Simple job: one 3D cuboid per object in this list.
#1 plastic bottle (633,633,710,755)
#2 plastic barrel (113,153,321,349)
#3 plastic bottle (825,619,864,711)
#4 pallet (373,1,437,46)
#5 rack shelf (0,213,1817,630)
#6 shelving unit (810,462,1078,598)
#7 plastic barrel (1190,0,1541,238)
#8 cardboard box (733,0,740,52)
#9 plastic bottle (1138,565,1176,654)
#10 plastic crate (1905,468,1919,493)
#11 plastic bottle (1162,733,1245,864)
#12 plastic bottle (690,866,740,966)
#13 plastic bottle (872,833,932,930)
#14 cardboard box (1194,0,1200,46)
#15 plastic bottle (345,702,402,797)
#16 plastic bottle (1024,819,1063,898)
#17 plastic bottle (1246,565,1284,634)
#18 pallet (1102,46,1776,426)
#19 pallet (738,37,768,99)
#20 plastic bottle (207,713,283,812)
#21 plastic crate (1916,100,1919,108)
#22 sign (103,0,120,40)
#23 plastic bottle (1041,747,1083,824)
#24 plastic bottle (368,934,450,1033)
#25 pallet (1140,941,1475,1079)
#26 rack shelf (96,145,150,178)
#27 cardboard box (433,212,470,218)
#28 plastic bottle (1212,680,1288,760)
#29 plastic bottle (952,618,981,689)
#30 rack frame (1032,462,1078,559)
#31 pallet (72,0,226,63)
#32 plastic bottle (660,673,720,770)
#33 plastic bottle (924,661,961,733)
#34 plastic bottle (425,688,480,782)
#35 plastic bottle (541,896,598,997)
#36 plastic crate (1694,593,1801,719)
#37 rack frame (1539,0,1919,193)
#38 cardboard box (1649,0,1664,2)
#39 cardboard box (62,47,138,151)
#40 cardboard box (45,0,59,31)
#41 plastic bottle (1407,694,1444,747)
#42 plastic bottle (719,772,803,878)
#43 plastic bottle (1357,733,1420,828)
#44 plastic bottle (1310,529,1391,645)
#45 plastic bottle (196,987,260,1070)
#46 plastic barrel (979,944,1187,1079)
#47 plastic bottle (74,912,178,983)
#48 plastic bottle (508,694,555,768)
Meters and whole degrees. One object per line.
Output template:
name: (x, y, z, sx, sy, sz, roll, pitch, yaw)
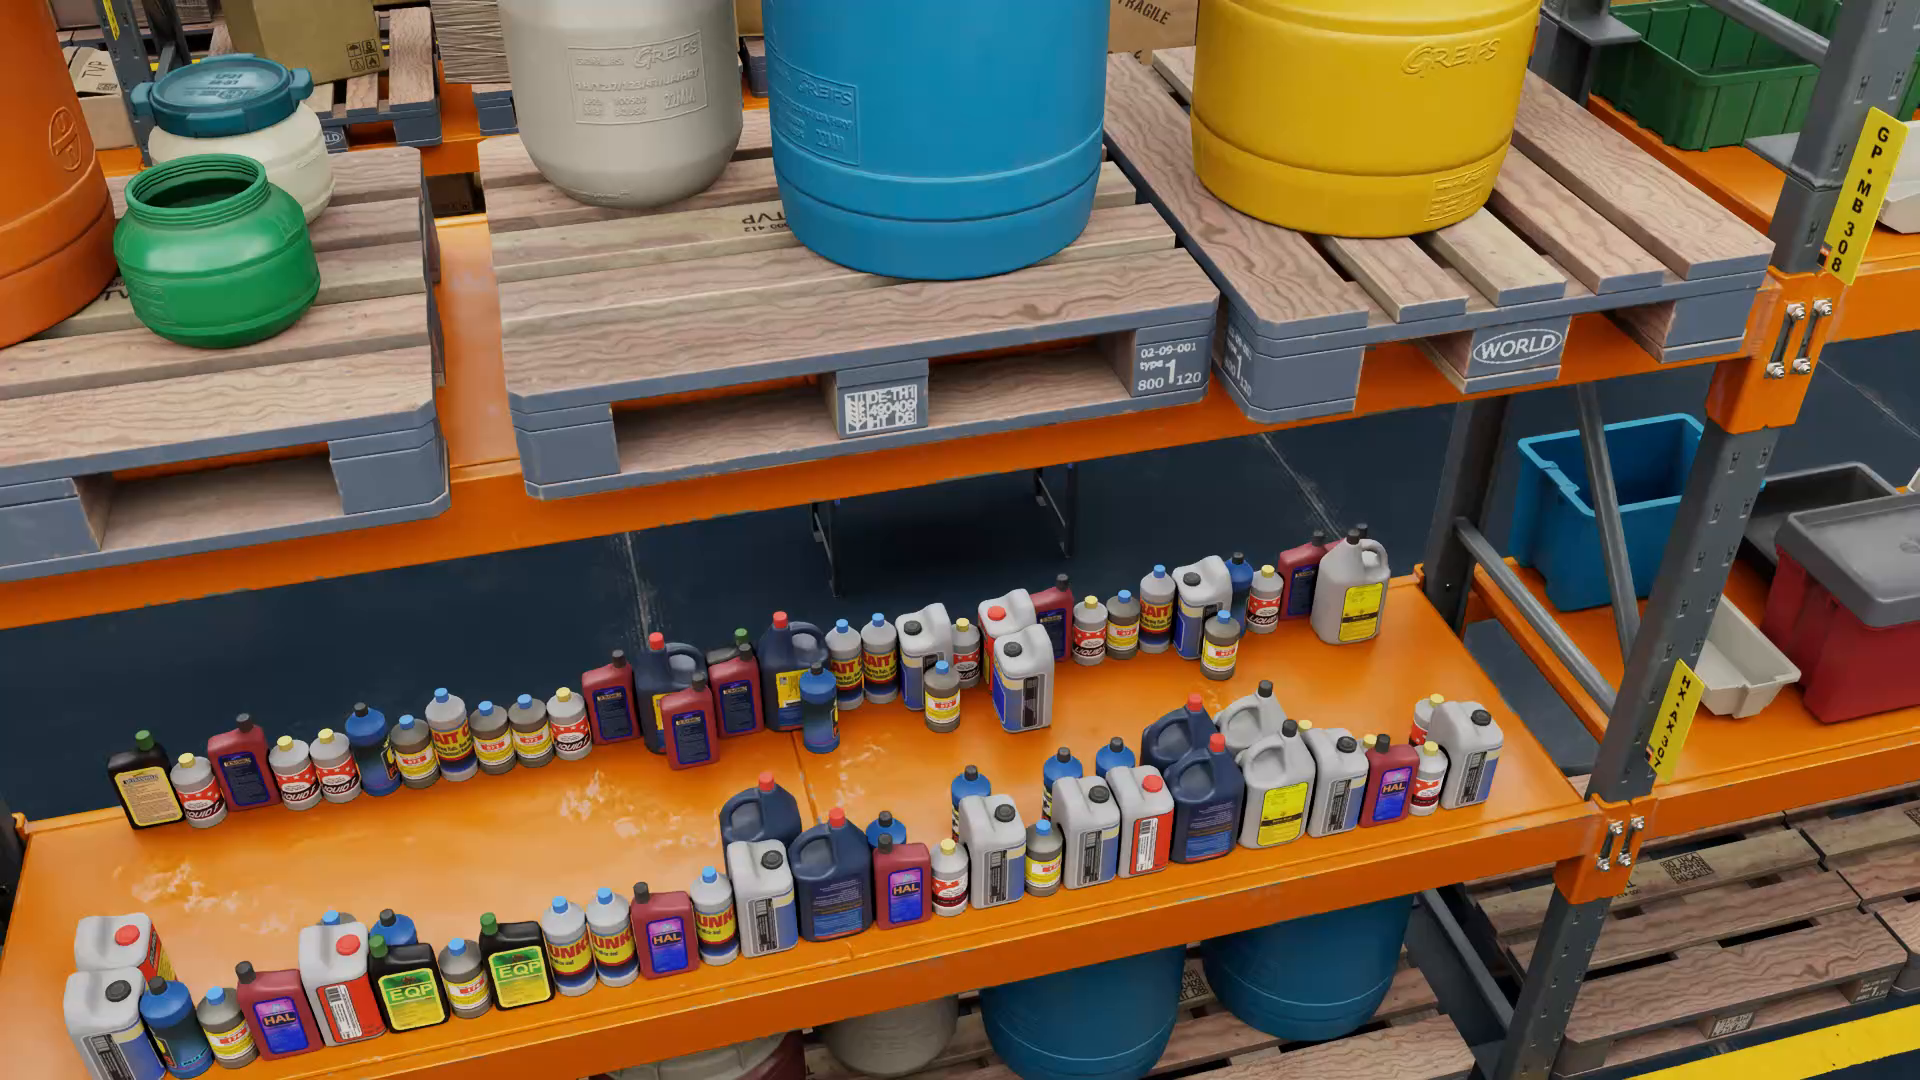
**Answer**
plastic bottle: (-0.748, 0.381, 4.324, 0.185, 0.351, 0.144, -9, 38, -12)
plastic barrel: (-1.212, -0.472, 2.711, 0.294, 0.245, 0.294, 0, 37, 0)
plastic bottle: (-0.311, 0.326, 4.461, 0.097, 0.271, 0.097, 0, 37, 0)
pallet: (-4.097, -3.927, 12.209, 1.213, 0.211, 1.003, -9, 38, -12)
rack shelf: (-0.364, -0.365, 3.381, 4.000, 0.370, 1.077, -9, 38, -12)
shelving unit: (-0.082, -0.582, 6.777, 1.048, 1.500, 0.538, -9, 38, -12)
plastic barrel: (0.738, -0.945, 3.048, 0.600, 0.588, 0.600, 0, 37, 0)
cardboard box: (-1.411, -2.572, 7.716, 0.500, 0.500, 0.700, -19, 41, -23)
plastic bottle: (0.548, 0.185, 4.645, 0.097, 0.271, 0.097, 0, 37, 0)
plastic crate: (3.169, -0.147, 5.141, 0.466, 0.136, 0.293, -9, 38, -12)
plastic bottle: (0.586, 0.610, 4.024, 0.185, 0.351, 0.144, -9, 38, -12)
plastic bottle: (-0.559, 0.845, 3.783, 0.097, 0.271, 0.097, 0, 37, 0)
plastic bottle: (-0.134, 0.782, 3.855, 0.133, 0.283, 0.061, -9, 38, -12)
cardboard box: (1.335, -2.726, 8.262, 0.500, 0.500, 0.500, -9, 38, -11)
plastic bottle: (-1.489, 0.519, 4.208, 0.097, 0.271, 0.097, 0, 37, 0)
plastic bottle: (0.196, 0.748, 3.966, 0.097, 0.201, 0.097, 0, 37, 0)
plastic bottle: (0.866, 0.161, 4.734, 0.097, 0.201, 0.097, 0, 37, 0)
pallet: (0.835, -0.711, 3.397, 1.003, 0.211, 1.213, -9, 38, -12)
pallet: (-0.521, -2.543, 8.264, 1.213, 0.211, 1.003, -9, 38, -12)
plastic bottle: (-1.793, 0.553, 4.154, 0.133, 0.283, 0.061, -9, 38, -12)
plastic crate: (2.362, -1.232, 4.061, 0.300, 0.233, 0.416, -9, 38, -12)
sign: (-3.435, -2.183, 6.682, 0.005, 0.325, 0.100, -9, 38, -12)
plastic bottle: (0.250, 0.616, 4.082, 0.097, 0.271, 0.097, 0, 37, 0)
plastic bottle: (-1.205, 0.957, 3.626, 0.133, 0.283, 0.061, -9, 38, -12)
pallet: (0.811, 1.429, 5.208, 1.213, 0.211, 1.003, -9, 38, -12)
rack shelf: (-5.514, -1.446, 7.263, 4.000, 0.370, 1.077, -9, 38, -12)
cardboard box: (-2.741, -1.516, 8.458, 0.500, 0.500, 0.500, -8, 38, -10)
plastic bottle: (0.727, 0.497, 4.173, 0.185, 0.351, 0.144, -9, 38, -12)
plastic bottle: (0.007, 0.302, 4.550, 0.097, 0.201, 0.097, 0, 37, 0)
rack frame: (0.408, -0.663, 6.882, 0.032, 1.500, 0.500, -9, 38, -12)
pallet: (-5.633, -3.723, 11.943, 1.213, 0.211, 1.003, -9, 38, -12)
plastic bottle: (-0.696, 0.464, 4.271, 0.133, 0.283, 0.061, -9, 38, -12)
plastic bottle: (-0.047, 0.406, 4.413, 0.097, 0.201, 0.097, 0, 37, 0)
plastic bottle: (-1.301, 0.489, 4.248, 0.097, 0.271, 0.097, 0, 37, 0)
plastic bottle: (-0.876, 0.897, 3.715, 0.097, 0.271, 0.097, 0, 37, 0)
plastic crate: (2.053, 0.315, 4.537, 0.243, 0.136, 0.396, -9, 38, -12)
rack frame: (1.567, -2.159, 2.666, 0.127, 3.000, 1.000, -9, 38, -12)
cardboard box: (3.779, -3.125, 8.784, 0.500, 0.500, 0.500, -8, 38, -11)
cardboard box: (-3.945, -1.981, 7.444, 0.500, 0.311, 0.500, -7, 38, -9)
cardboard box: (-6.559, -3.882, 11.551, 0.500, 0.500, 0.700, -10, 38, -12)
plastic bottle: (1.220, 0.485, 4.311, 0.097, 0.201, 0.097, 0, 37, 0)
plastic bottle: (-0.469, 0.688, 3.923, 0.185, 0.351, 0.144, -9, 38, -12)
plastic bottle: (1.059, 0.586, 4.111, 0.133, 0.283, 0.061, -9, 38, -12)
plastic bottle: (1.103, 0.116, 4.671, 0.185, 0.351, 0.144, -9, 38, -12)
plastic bottle: (-1.580, 1.040, 3.585, 0.097, 0.201, 0.097, 0, 37, 0)
plastic barrel: (0.353, 1.079, 4.752, 0.708, 0.901, 0.600, -9, 38, -12)
plastic bottle: (-1.833, 0.939, 3.656, 0.135, 0.276, 0.152, -9, 38, -12)
plastic bottle: (-1.113, 0.486, 4.310, 0.097, 0.201, 0.097, 0, 37, 0)
